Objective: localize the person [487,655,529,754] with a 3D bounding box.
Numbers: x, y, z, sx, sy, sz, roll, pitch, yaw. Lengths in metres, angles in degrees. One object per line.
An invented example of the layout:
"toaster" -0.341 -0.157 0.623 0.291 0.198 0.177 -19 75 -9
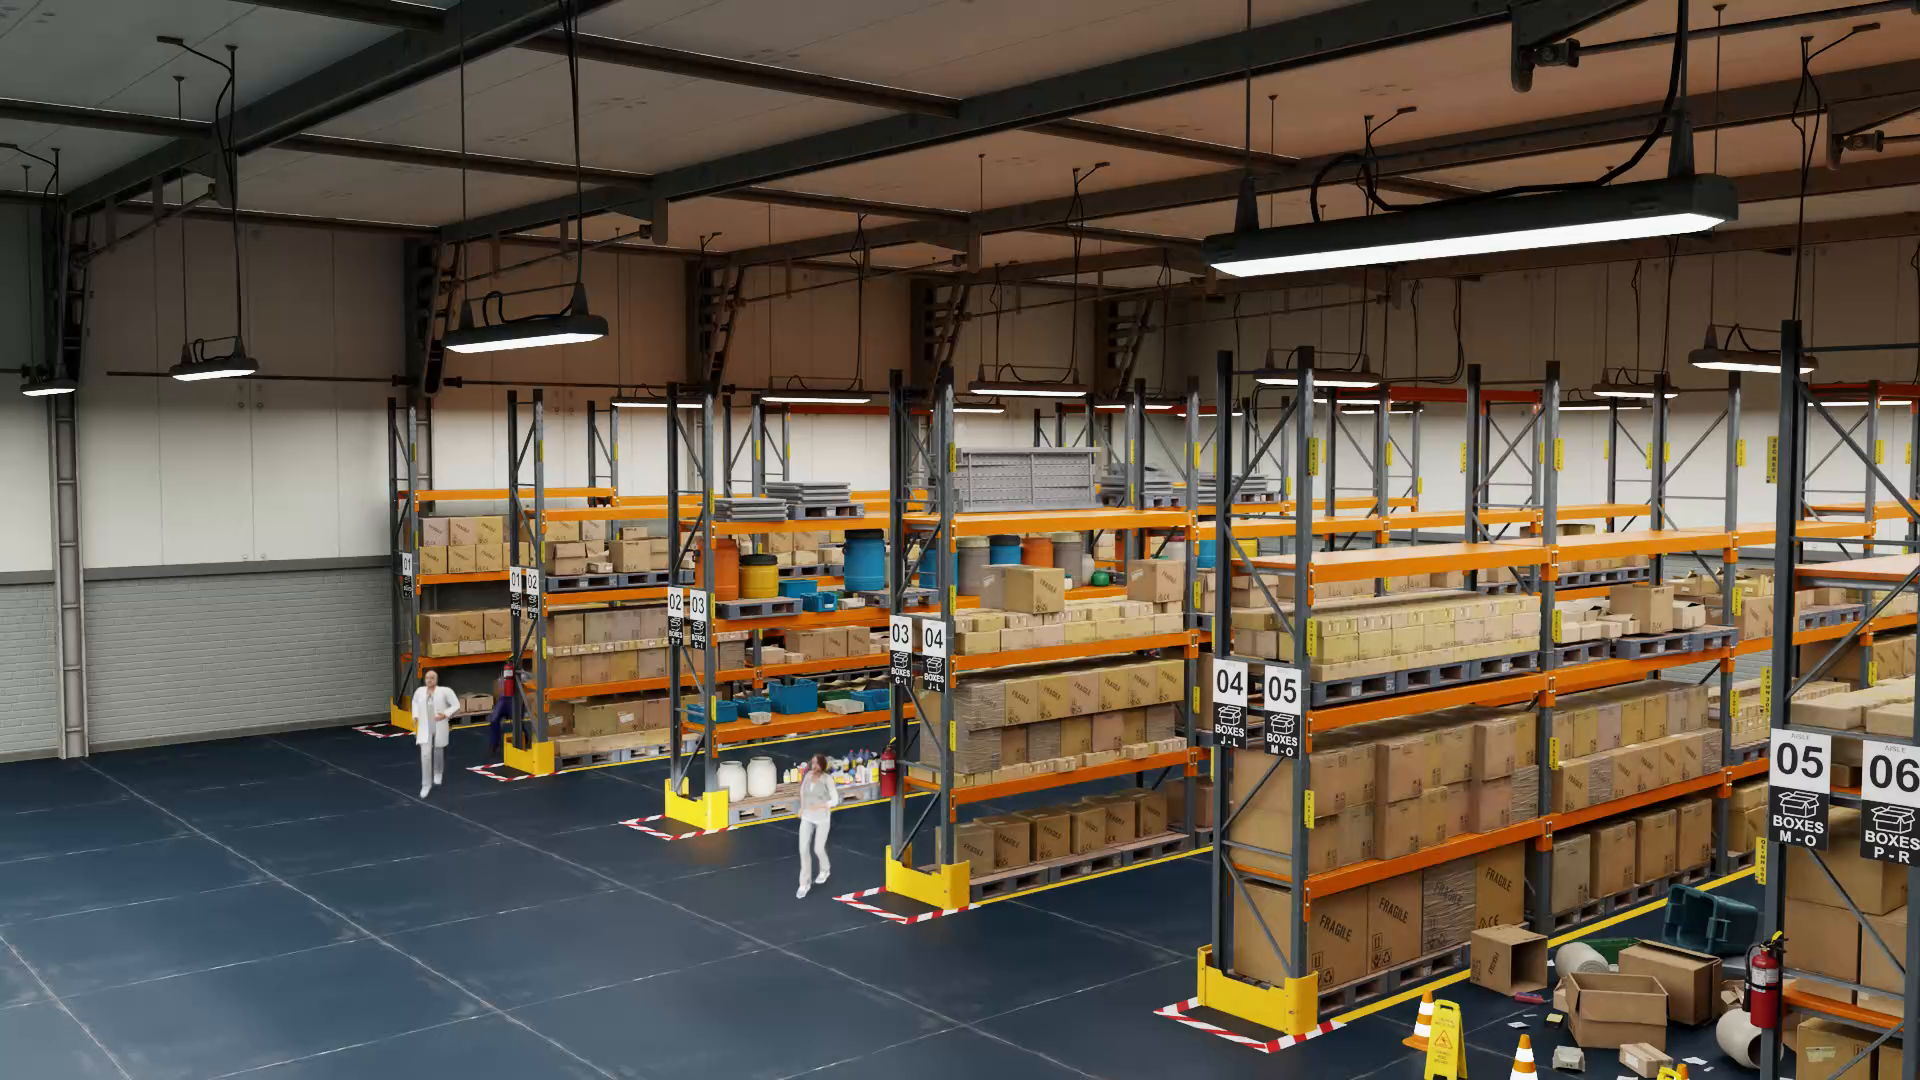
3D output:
"person" -7.473 2.760 27.820 0.601 1.672 0.780 2 4 29

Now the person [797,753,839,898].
"person" -1.642 3.245 19.109 0.544 1.592 0.736 1 3 17

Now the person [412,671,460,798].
"person" -7.771 2.827 24.651 0.720 1.816 0.949 0 3 -6
